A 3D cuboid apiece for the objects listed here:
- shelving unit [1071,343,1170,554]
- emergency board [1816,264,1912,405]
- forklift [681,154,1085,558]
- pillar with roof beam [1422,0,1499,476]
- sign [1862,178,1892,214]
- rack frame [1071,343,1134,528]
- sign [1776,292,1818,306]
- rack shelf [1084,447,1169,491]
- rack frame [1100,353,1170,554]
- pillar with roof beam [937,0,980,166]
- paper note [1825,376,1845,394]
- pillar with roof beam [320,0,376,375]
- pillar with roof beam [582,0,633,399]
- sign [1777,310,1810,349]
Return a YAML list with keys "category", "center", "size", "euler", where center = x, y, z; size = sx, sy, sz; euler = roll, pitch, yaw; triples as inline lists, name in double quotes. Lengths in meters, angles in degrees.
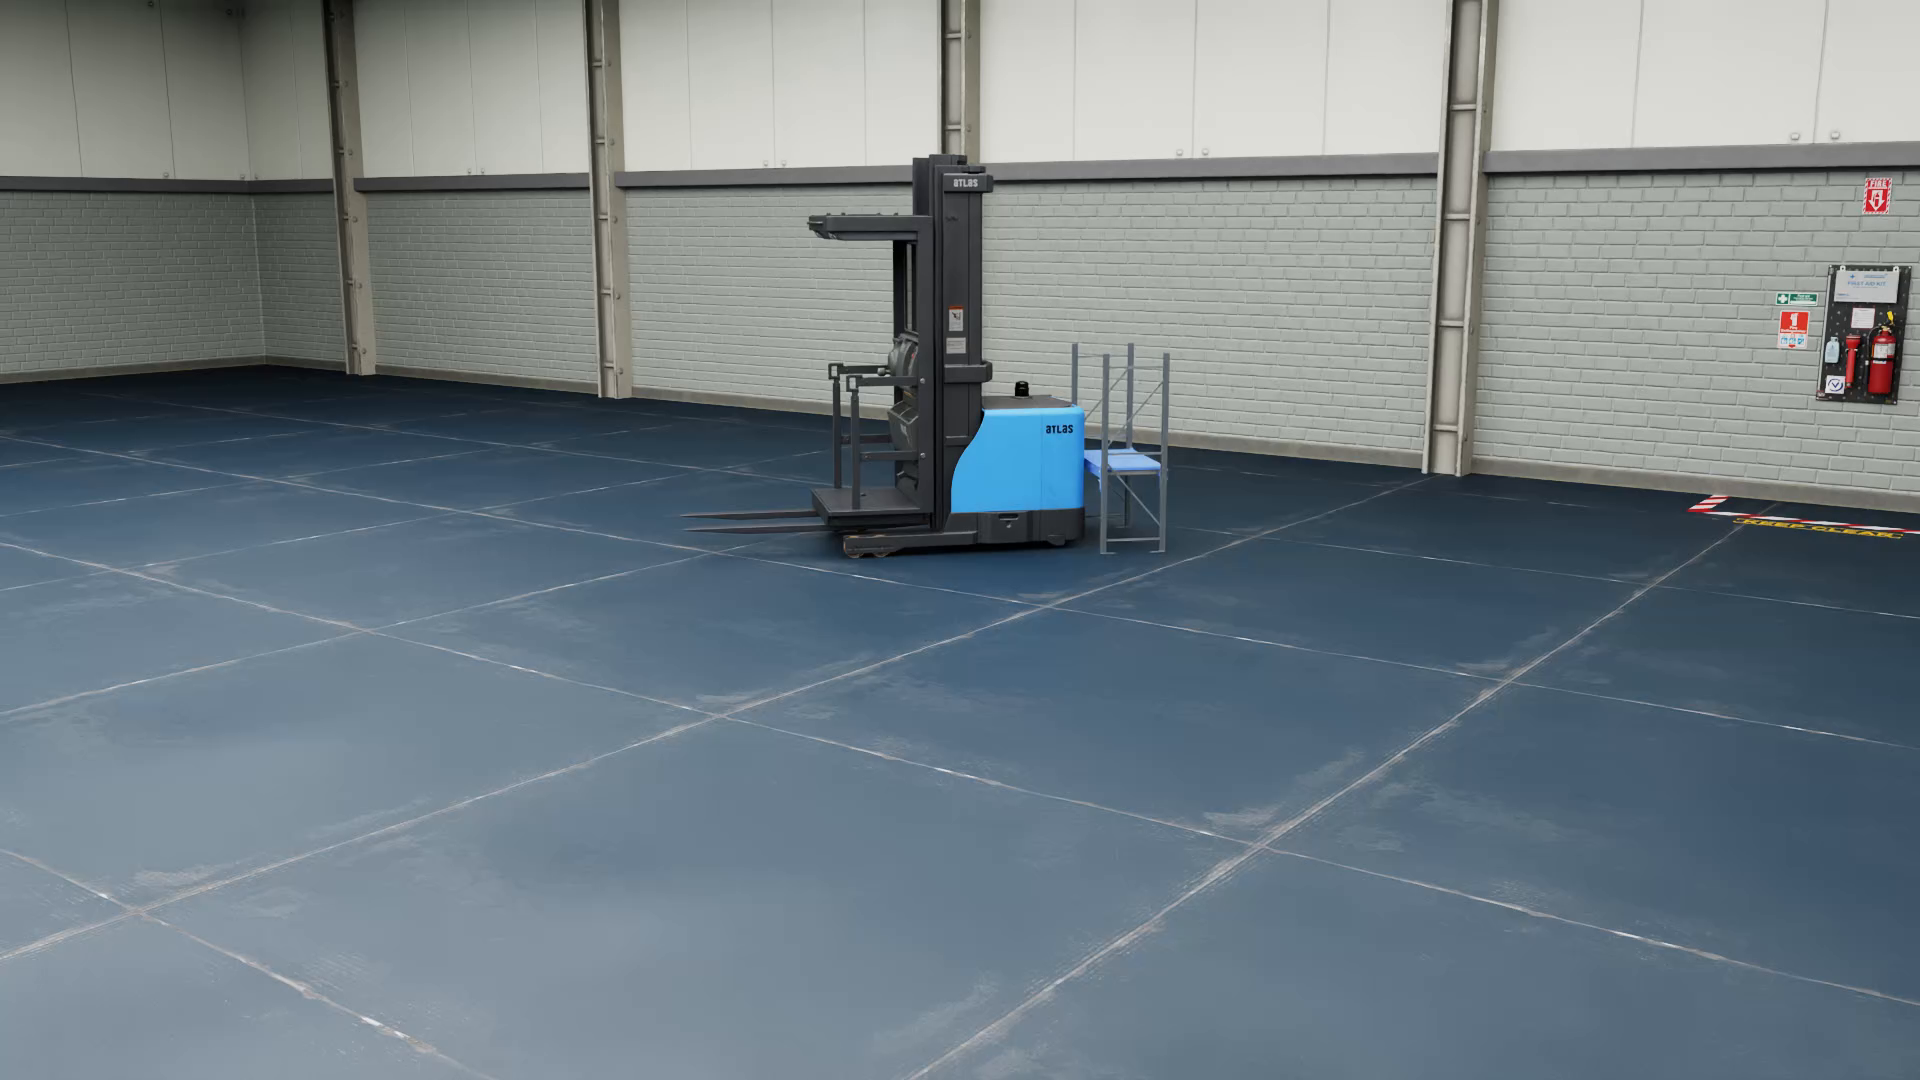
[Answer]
- category: "shelving unit"
  center: [1.219, -0.734, 12.873]
  size: [0.538, 1.500, 1.048]
  euler: [-2, 11, -9]
- category: "emergency board"
  center: [7.687, -1.748, 14.169]
  size: [0.643, 1.169, 0.194]
  euler: [8, 13, 36]
- category: "forklift"
  center: [-0.612, -1.414, 12.624]
  size: [3.031, 2.935, 1.130]
  euler: [-2, 11, -12]
- category: "pillar with roof beam"
  center: [2.272, -4.426, 12.213]
  size: [0.400, 9.000, 9.100]
  euler: [8, 13, 36]
- category: "sign"
  center: [7.740, -2.903, 14.033]
  size: [0.199, 0.298, 0.001]
  euler: [8, 13, 36]
- category: "rack frame"
  center: [1.138, -0.829, 13.366]
  size: [0.500, 1.500, 0.032]
  euler: [-2, 11, -9]
- category: "sign"
  center: [7.301, -2.102, 14.509]
  size: [0.331, 0.109, 0.001]
  euler: [8, 13, 36]
- category: "rack shelf"
  center: [1.219, -0.557, 12.907]
  size: [0.538, 0.185, 1.000]
  euler: [-2, 11, -9]
- category: "rack frame"
  center: [1.299, -0.638, 12.380]
  size: [0.500, 1.500, 0.032]
  euler: [-2, 11, -9]
- category: "pillar with roof beam"
  center: [-2.564, -5.100, 15.700]
  size: [0.400, 9.000, 9.100]
  euler: [8, 13, 36]
- category: "paper note"
  center: [7.585, -1.346, 14.411]
  size: [0.142, 0.148, 0.016]
  euler: [8, 13, 36]
- category: "pillar with roof beam"
  center: [-12.236, -6.449, 22.674]
  size: [0.400, 9.000, 9.100]
  euler: [8, 13, 36]
- category: "pillar with roof beam"
  center: [-7.400, -5.775, 19.187]
  size: [0.400, 9.000, 9.100]
  euler: [8, 13, 36]
- category: "sign"
  center: [7.303, -1.844, 14.569]
  size: [0.234, 0.329, 0.001]
  euler: [8, 13, 36]
